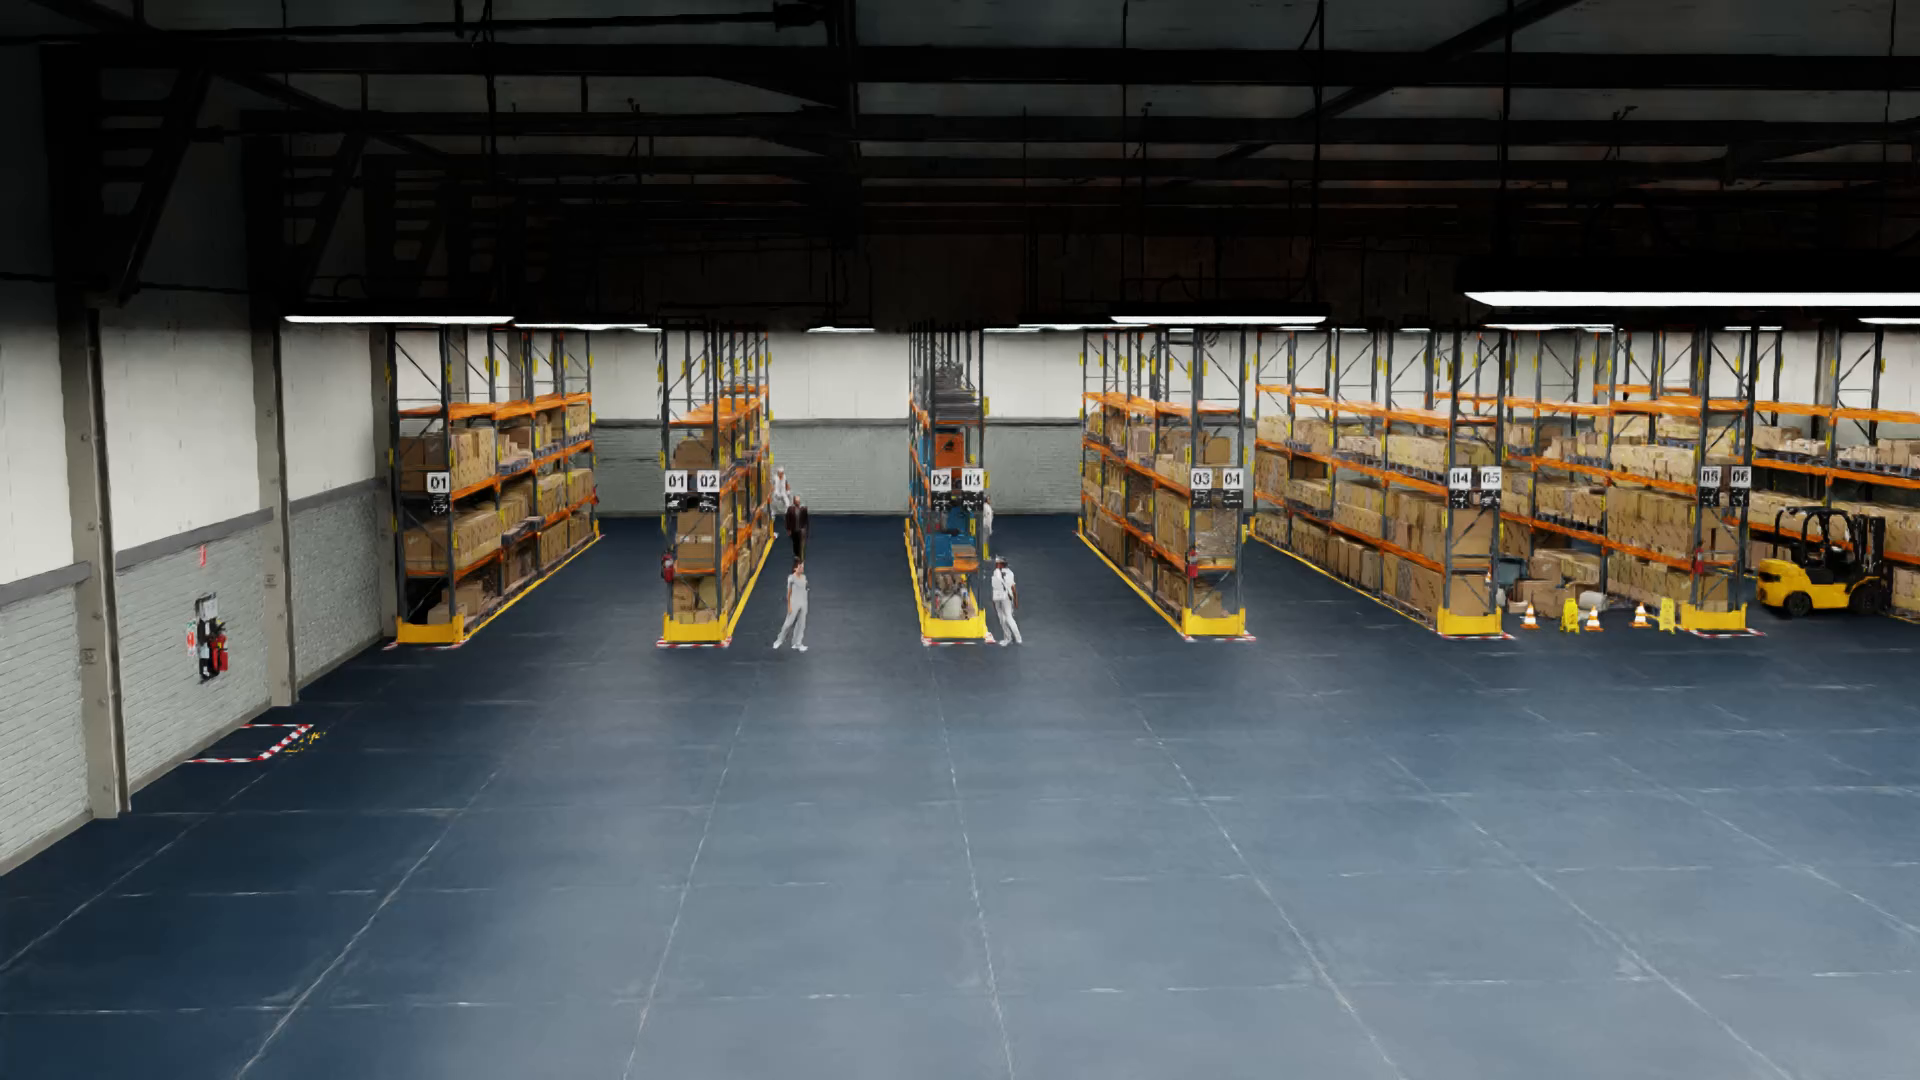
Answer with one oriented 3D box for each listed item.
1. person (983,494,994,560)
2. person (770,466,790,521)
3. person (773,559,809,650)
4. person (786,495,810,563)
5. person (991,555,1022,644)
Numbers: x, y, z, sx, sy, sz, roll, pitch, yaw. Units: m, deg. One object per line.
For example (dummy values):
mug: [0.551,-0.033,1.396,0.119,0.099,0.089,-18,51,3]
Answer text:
person: [0.670,-0.344,42.280,0.366,1.680,0.586,-2,7,-19]
person: [-5.485,-1.402,50.710,0.686,1.716,0.838,-2,7,-19]
person: [-3.072,1.177,30.177,0.649,1.665,0.495,-7,10,-43]
person: [-4.076,-0.286,41.705,0.598,1.698,1.193,0,7,-1]
person: [0.874,1.102,30.753,0.588,1.667,0.461,6,9,40]
